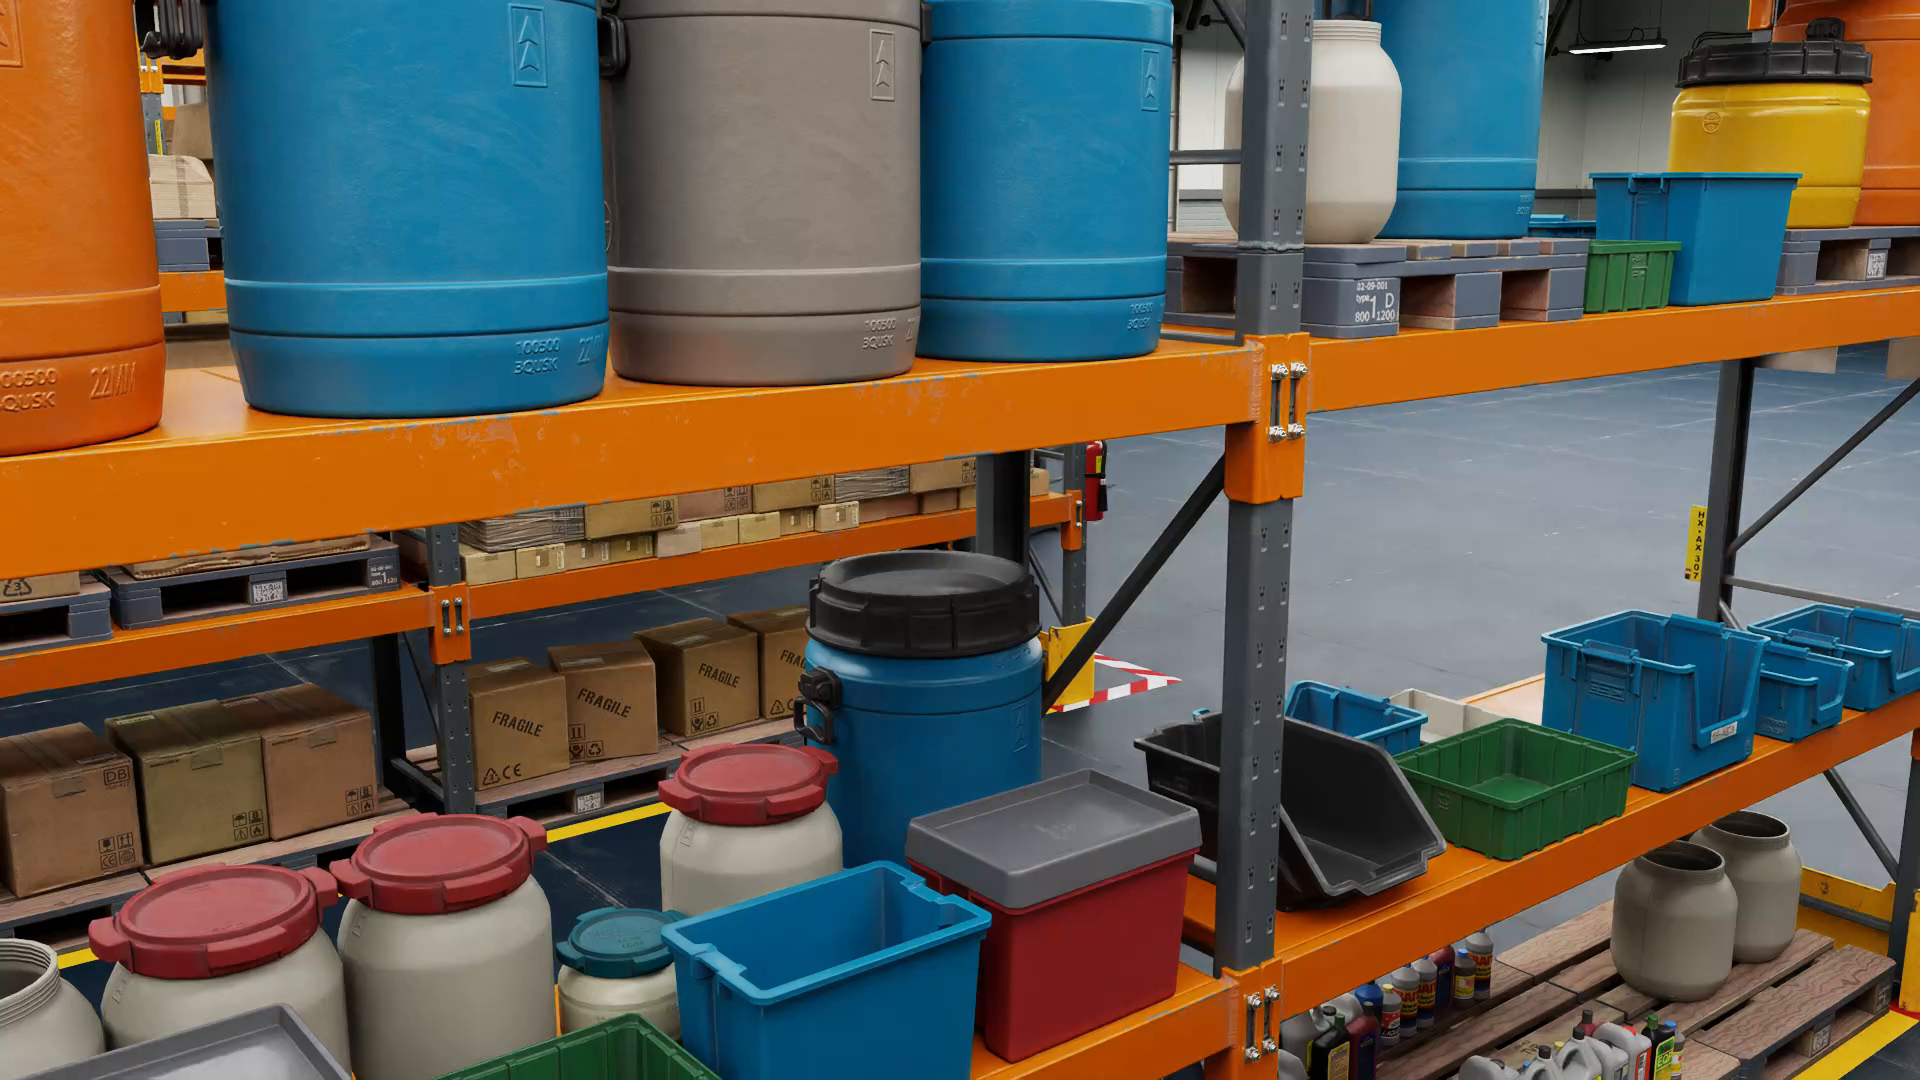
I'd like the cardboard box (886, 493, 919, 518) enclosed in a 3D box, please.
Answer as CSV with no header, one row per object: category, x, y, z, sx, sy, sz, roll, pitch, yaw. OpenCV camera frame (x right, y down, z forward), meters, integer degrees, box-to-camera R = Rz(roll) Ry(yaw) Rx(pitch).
cardboard box,-0.449,-0.238,9.634,0.250,0.149,0.380,-9,15,-38

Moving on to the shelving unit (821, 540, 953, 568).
shelving unit,-0.617,-0.303,13.849,1.048,1.125,0.538,-2,12,-11

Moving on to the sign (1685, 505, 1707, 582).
sign,3.183,0.018,7.157,0.005,0.325,0.100,-9,15,-38

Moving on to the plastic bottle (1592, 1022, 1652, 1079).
plastic bottle,2.149,1.698,5.410,0.135,0.276,0.152,-9,15,-37

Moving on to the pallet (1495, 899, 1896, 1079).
pallet,2.855,1.729,6.478,1.213,0.211,1.003,-9,15,-38

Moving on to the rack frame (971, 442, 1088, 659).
rack frame,0.429,-0.560,10.546,0.127,3.000,1.000,-9,15,-38

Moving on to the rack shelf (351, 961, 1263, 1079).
rack shelf,-1.162,1.373,3.171,4.000,0.370,1.077,-9,15,-38

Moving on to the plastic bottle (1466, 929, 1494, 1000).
plastic bottle,1.913,1.547,6.131,0.097,0.271,0.097,0,12,0

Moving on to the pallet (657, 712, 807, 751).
pallet,-1.239,1.071,9.579,1.213,0.211,1.003,-9,15,-38

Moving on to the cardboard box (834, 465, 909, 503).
cardboard box,-0.751,-0.546,9.520,0.500,0.500,0.875,-9,15,-38

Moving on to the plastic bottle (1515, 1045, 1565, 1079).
plastic bottle,1.768,1.725,5.100,0.185,0.351,0.144,-10,15,-38

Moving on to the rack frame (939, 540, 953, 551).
rack frame,-0.118,-0.323,13.943,0.032,1.125,0.500,-2,12,-11

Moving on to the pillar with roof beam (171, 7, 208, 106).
pillar with roof beam,-7.283,-5.265,18.257,0.400,9.000,9.100,-9,15,-38

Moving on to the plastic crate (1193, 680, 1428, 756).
plastic crate,1.094,0.647,5.218,0.616,0.251,0.499,-9,15,-38

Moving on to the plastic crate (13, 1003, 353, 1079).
plastic crate,-1.271,1.090,2.622,0.583,0.464,0.402,-9,15,-38

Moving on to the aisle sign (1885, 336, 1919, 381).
aisle sign,3.765,-0.990,6.310,0.004,0.787,0.394,-9,15,-38

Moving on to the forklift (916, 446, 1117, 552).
forklift,0.453,-1.562,15.429,1.130,2.935,3.031,8,14,33

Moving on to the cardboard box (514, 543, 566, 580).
cardboard box,-2.135,0.072,8.173,0.250,0.149,0.380,-9,15,-38

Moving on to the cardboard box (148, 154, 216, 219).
cardboard box,-3.366,-1.510,7.110,0.258,0.266,0.396,-9,15,-36

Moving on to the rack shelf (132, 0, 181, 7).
rack shelf,-4.256,-2.169,6.373,4.000,0.370,1.077,-9,15,-38

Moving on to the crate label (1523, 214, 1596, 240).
crate label,1.855,-0.962,5.576,0.408,0.251,0.502,-9,15,-38

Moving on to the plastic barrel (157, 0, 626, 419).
plastic barrel,-0.883,-0.680,2.679,0.708,0.901,0.600,-9,15,-38

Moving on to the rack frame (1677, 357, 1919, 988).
rack frame,3.523,0.243,6.763,0.127,3.000,1.000,-9,15,-38

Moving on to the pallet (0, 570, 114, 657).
pallet,-4.298,0.308,6.919,1.213,0.211,1.003,-9,15,-38

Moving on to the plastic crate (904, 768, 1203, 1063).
plastic crate,0.213,0.843,3.783,0.583,0.464,0.402,-9,15,-38

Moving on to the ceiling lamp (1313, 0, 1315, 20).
ceiling lamp,6.289,-10.257,27.715,0.800,3.185,2.000,-9,15,-38

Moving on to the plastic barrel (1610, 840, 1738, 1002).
plastic barrel,2.665,1.417,6.211,0.421,0.512,0.421,0,12,0

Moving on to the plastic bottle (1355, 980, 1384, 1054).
plastic bottle,1.409,1.631,5.737,0.097,0.271,0.097,0,12,0

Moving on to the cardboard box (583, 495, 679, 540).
cardboard box,-1.892,-0.343,8.567,0.500,0.500,0.875,-9,15,-38

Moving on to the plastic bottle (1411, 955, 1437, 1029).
plastic bottle,1.645,1.592,5.922,0.097,0.271,0.097,0,12,0

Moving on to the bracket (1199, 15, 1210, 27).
bracket,4.629,-10.055,32.153,0.430,0.232,0.235,-9,15,-38

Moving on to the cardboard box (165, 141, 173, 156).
cardboard box,-5.490,-2.758,12.068,0.500,0.250,0.500,-10,15,-38

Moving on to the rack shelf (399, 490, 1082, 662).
rack shelf,-1.133,0.051,9.399,4.000,0.370,1.077,-9,15,-38

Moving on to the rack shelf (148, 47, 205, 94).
rack shelf,-4.152,-3.506,12.668,4.000,0.370,1.077,-9,15,-38

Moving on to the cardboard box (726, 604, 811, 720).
cardboard box,-1.015,0.697,9.634,0.500,0.500,0.500,-8,14,-32

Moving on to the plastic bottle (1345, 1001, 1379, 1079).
plastic bottle,1.321,1.675,5.499,0.133,0.283,0.061,-9,15,-38

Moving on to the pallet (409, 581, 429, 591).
pallet,-4.118,0.260,13.397,1.213,0.211,1.003,-9,15,-38

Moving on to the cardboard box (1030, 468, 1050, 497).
cardboard box,0.335,-0.367,10.241,0.250,0.149,0.380,-9,15,-38

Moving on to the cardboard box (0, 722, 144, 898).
cardboard box,-4.008,1.174,7.338,0.500,0.500,0.700,-11,16,-42

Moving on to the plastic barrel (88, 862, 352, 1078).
plastic barrel,-1.395,0.935,3.175,0.433,0.535,0.433,0,12,0

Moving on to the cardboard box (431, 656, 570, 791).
cardboard box,-2.357,0.931,8.532,0.500,0.500,0.500,-10,16,-39

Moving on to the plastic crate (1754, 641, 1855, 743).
plastic crate,2.808,0.512,5.852,0.408,0.251,0.499,-9,15,-38

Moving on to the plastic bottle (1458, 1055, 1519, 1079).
plastic bottle,1.656,1.741,5.205,0.135,0.276,0.152,-9,15,-38

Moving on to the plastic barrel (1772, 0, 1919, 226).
plastic barrel,3.223,-1.556,5.969,0.708,0.830,0.600,-9,15,-38

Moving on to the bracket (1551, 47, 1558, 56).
bracket,13.999,-11.613,39.486,0.430,0.232,0.235,-9,15,-38

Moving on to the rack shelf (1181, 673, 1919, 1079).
rack shelf,1.961,0.854,5.616,4.000,0.370,1.077,-9,15,-38

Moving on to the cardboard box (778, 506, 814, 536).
cardboard box,-1.009,-0.134,9.144,0.250,0.149,0.380,-9,15,-38

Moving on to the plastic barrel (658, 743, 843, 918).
plastic barrel,-0.484,0.784,3.888,0.433,0.535,0.433,0,12,0

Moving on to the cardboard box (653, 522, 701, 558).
cardboard box,-1.547,-0.025,8.628,0.250,0.149,0.380,-9,15,-38

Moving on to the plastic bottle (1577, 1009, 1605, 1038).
plastic bottle,2.082,1.677,5.490,0.133,0.283,0.061,-9,15,-38
